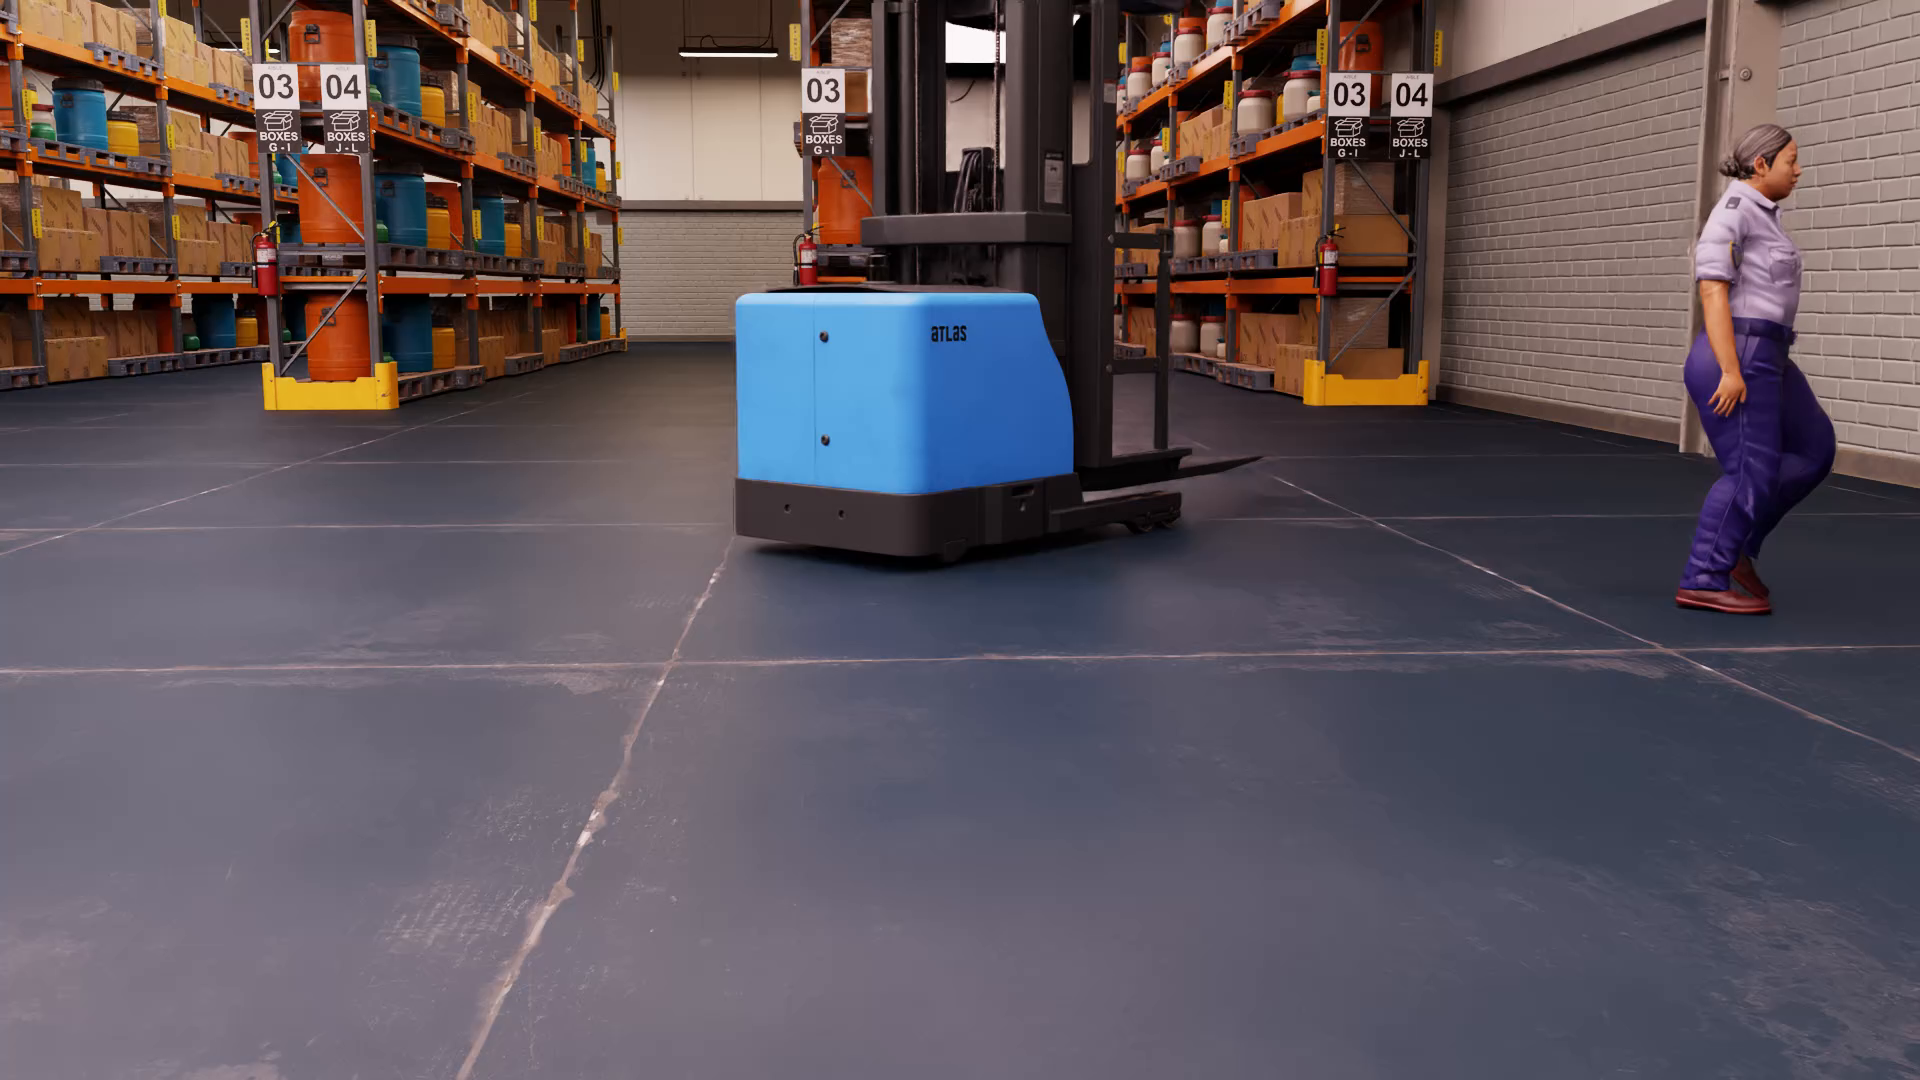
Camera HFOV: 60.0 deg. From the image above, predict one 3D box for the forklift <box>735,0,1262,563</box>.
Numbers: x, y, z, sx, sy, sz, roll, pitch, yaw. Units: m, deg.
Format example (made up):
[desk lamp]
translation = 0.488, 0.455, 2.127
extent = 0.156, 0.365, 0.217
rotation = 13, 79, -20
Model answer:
[forklift]
translation = 0.377, -1.528, 7.624
extent = 1.130, 2.935, 3.031
rotation = 7, 11, 39

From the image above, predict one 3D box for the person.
[person]
translation = 2.719, -0.567, 5.616
extent = 0.448, 1.637, 0.596
rotation = 5, 10, 30
